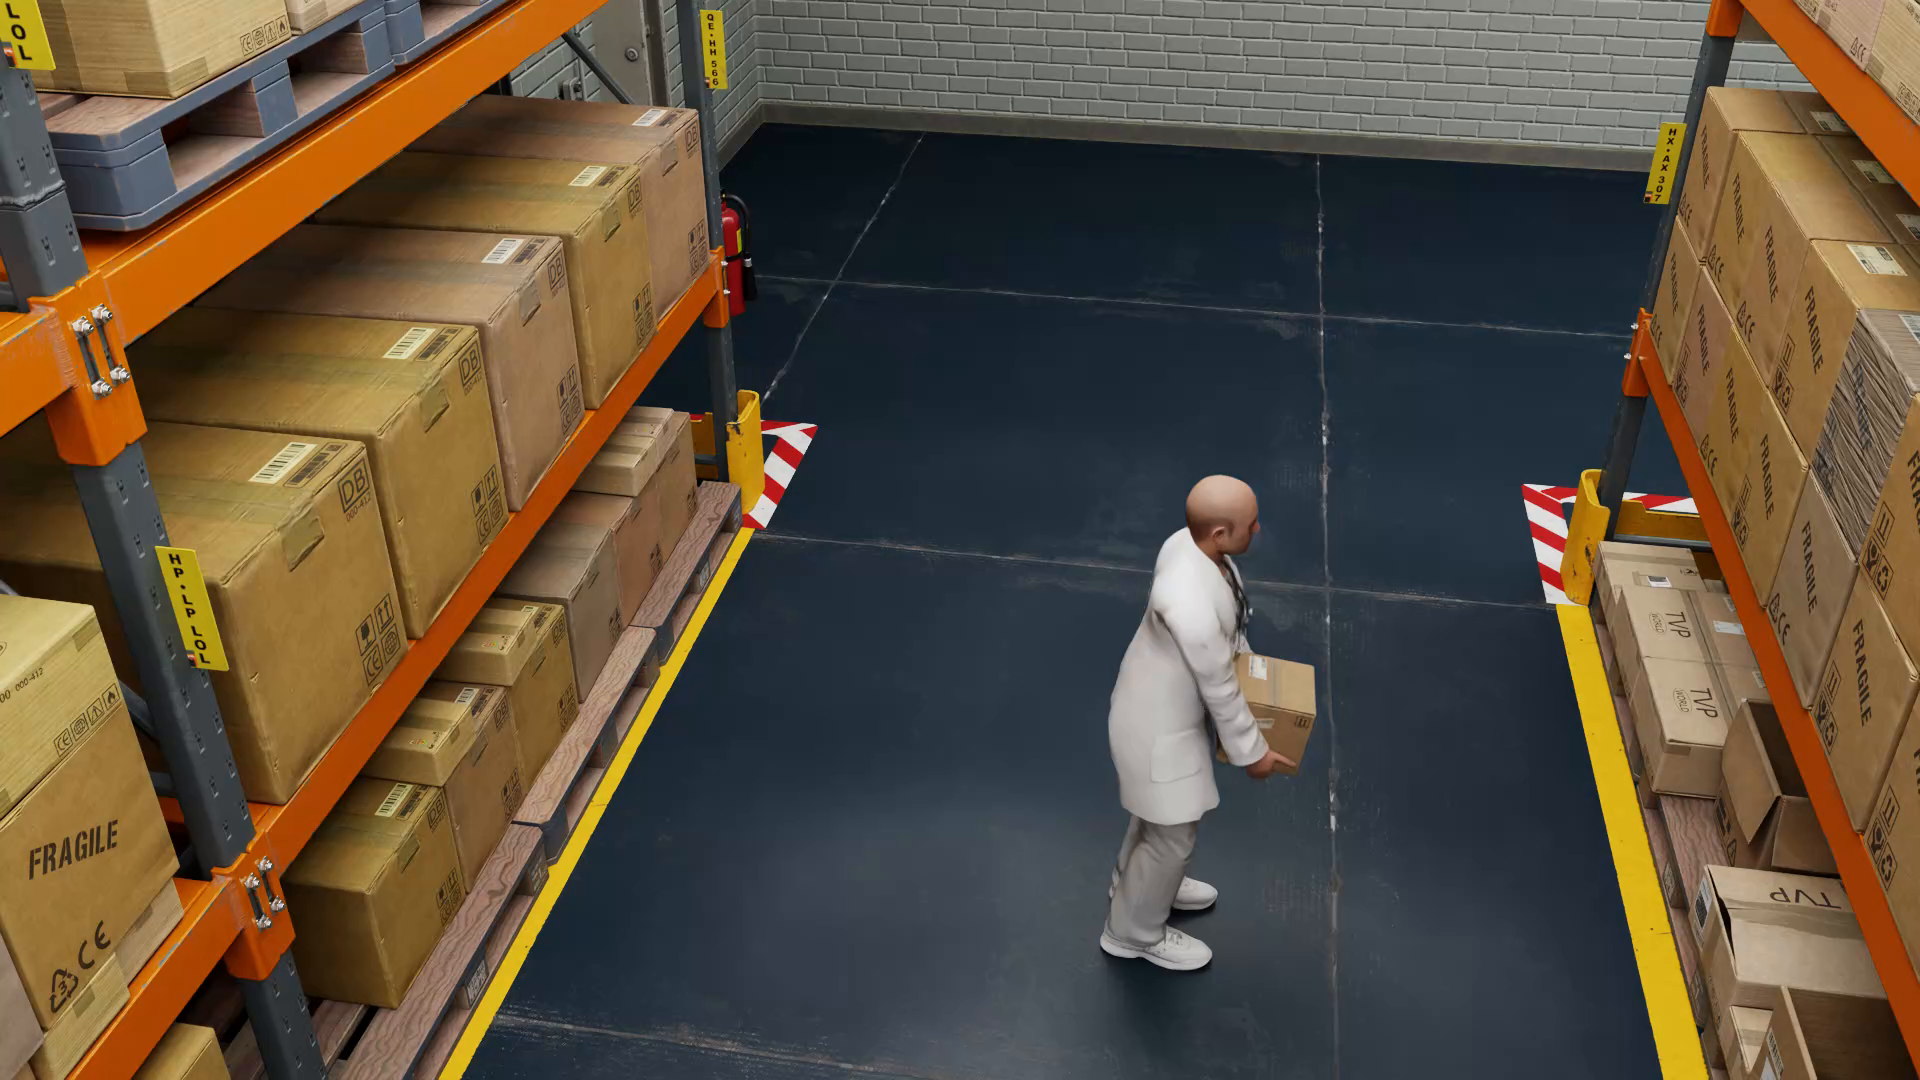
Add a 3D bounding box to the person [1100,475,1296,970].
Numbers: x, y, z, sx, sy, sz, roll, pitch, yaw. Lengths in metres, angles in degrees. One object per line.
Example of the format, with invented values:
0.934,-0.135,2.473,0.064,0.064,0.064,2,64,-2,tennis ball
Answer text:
0.759,0.585,5.228,0.584,1.770,0.528,5,32,7,person
